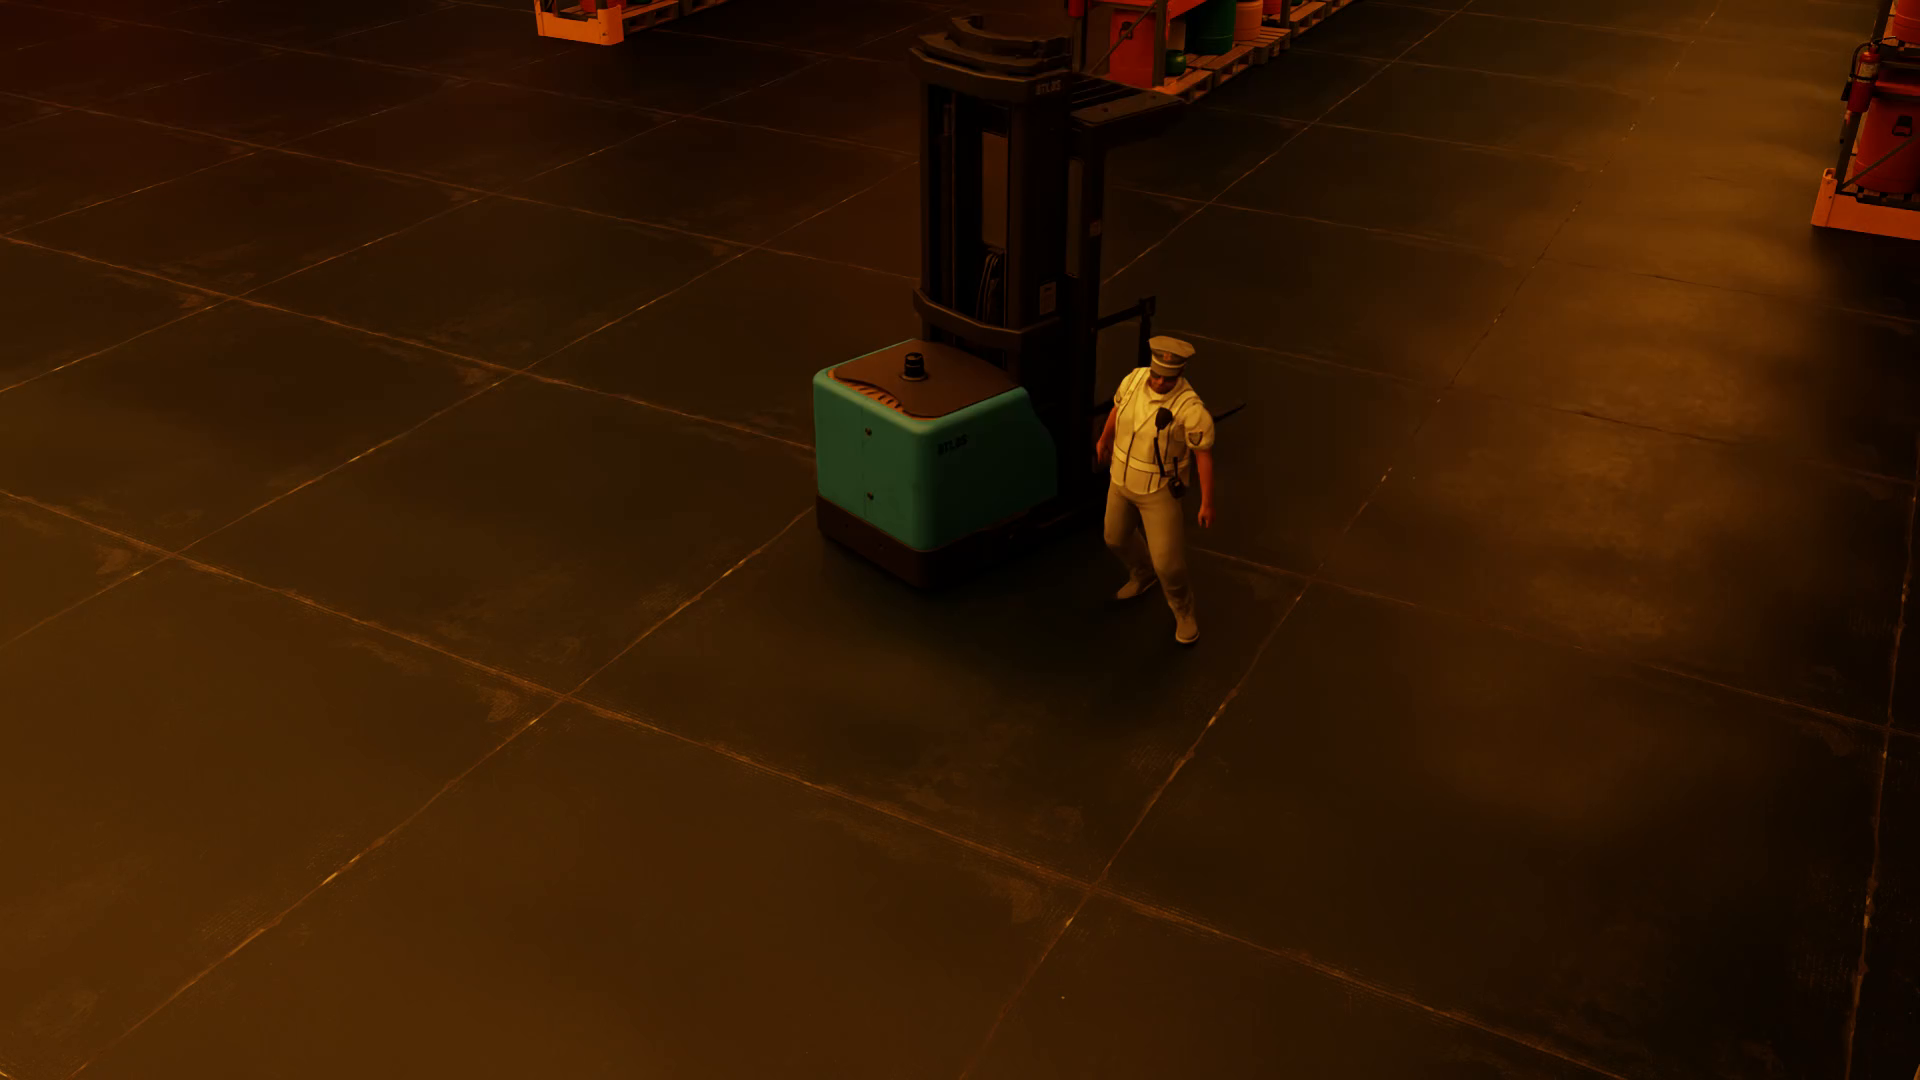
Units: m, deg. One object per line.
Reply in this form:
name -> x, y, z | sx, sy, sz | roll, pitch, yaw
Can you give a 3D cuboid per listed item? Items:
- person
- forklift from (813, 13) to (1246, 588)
person -> 1.041, -0.334, 8.956 | 0.502, 1.731, 0.886 | -24, 38, -36
forklift -> 0.572, -1.614, 9.866 | 3.031, 2.935, 1.130 | -24, 38, -35
